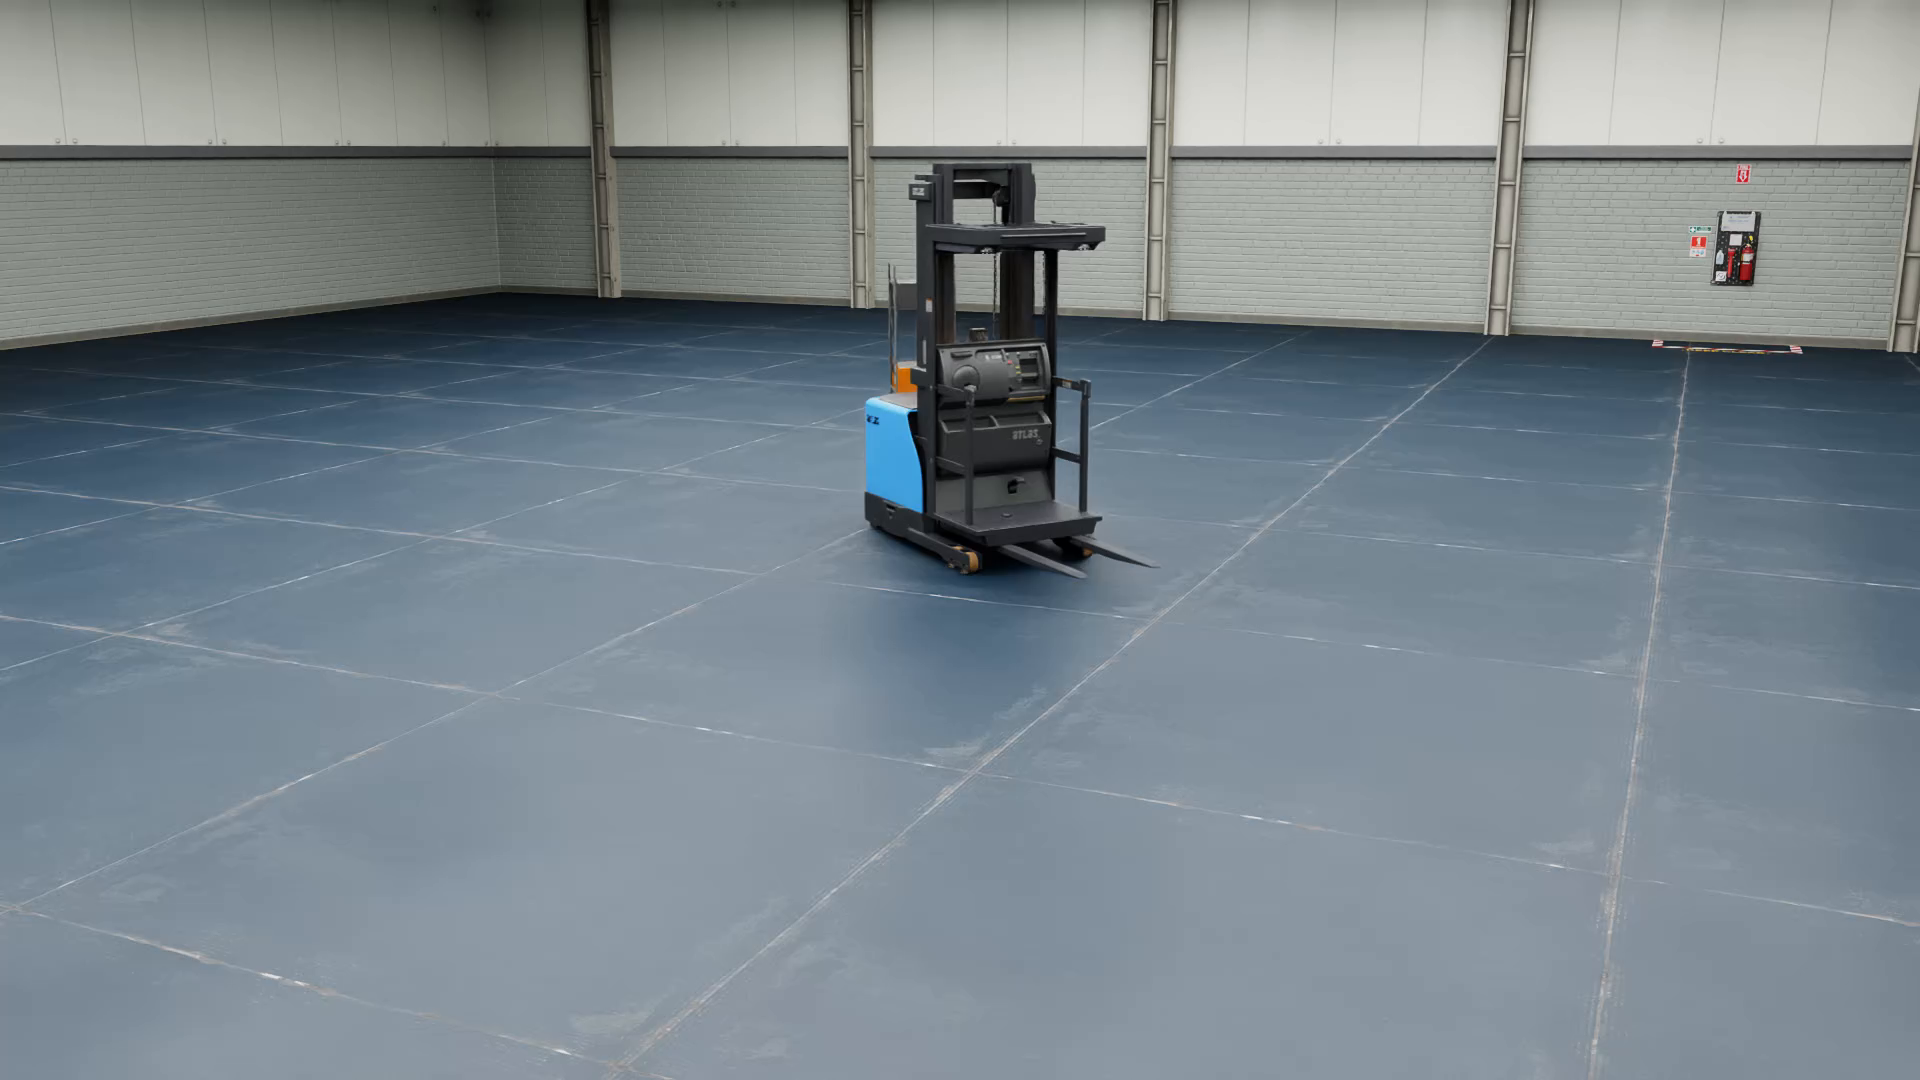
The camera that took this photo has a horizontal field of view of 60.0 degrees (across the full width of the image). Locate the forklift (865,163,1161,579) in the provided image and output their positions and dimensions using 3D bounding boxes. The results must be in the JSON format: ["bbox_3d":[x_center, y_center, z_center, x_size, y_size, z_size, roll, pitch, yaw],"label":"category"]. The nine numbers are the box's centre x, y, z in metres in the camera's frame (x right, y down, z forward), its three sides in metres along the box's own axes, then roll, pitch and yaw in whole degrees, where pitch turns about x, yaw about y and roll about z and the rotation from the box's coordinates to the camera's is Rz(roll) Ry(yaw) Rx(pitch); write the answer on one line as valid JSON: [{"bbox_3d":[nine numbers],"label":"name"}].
[{"bbox_3d":[0.370,-1.295,12.357,1.130,2.935,3.031,-7,15,-28],"label":"forklift"}]

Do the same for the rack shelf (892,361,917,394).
[{"bbox_3d":[-0.319,-1.270,14.122,0.480,0.518,0.431,-3,13,-9],"label":"rack shelf"}]

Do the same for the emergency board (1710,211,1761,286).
[{"bbox_3d":[12.302,-4.614,26.353,0.643,1.169,0.194,6,14,23],"label":"emergency board"}]

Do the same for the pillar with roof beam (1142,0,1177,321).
[{"bbox_3d":[1.831,-7.510,25.560,0.400,9.000,9.100,6,14,23],"label":"pillar with roof beam"}]

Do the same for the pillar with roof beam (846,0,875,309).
[{"bbox_3d":[-3.655,-8.065,27.926,0.400,9.000,9.100,6,14,23],"label":"pillar with roof beam"}]

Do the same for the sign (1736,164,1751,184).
[{"bbox_3d":[12.335,-5.764,26.180,0.199,0.298,0.001,6,14,23],"label":"sign"}]

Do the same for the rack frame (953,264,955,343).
[{"bbox_3d":[-0.078,-1.295,14.158,0.015,2.100,0.400,-3,13,-9],"label":"rack frame"}]

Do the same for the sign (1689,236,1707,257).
[{"bbox_3d":[11.838,-4.704,26.659,0.234,0.329,0.001,6,14,23],"label":"sign"}]

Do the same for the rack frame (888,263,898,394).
[{"bbox_3d":[-0.559,-1.272,14.079,0.015,2.100,0.400,-3,13,-9],"label":"rack frame"}]

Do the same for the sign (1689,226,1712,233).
[{"bbox_3d":[11.839,-4.960,26.589,0.331,0.109,0.001,6,14,23],"label":"sign"}]

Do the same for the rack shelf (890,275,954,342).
[{"bbox_3d":[-0.325,-1.951,13.961,0.480,0.518,0.431,-3,13,-9],"label":"rack shelf"}]

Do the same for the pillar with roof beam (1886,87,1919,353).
[{"bbox_3d":[12.802,-6.399,20.828,0.400,9.000,9.100,6,14,23],"label":"pillar with roof beam"}]

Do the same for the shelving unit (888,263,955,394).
[{"bbox_3d":[-0.319,-1.283,14.118,0.503,2.100,0.431,-3,13,-9],"label":"shelving unit"}]

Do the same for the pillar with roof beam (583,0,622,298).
[{"bbox_3d":[-9.141,-8.620,30.292,0.400,9.000,9.100,6,14,23],"label":"pillar with roof beam"}]

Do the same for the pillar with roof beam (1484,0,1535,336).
[{"bbox_3d":[7.316,-6.954,23.194,0.400,9.000,9.100,6,14,23],"label":"pillar with roof beam"}]

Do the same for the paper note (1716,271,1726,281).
[{"bbox_3d":[12.168,-4.216,26.585,0.142,0.148,0.016,6,14,23],"label":"paper note"}]
